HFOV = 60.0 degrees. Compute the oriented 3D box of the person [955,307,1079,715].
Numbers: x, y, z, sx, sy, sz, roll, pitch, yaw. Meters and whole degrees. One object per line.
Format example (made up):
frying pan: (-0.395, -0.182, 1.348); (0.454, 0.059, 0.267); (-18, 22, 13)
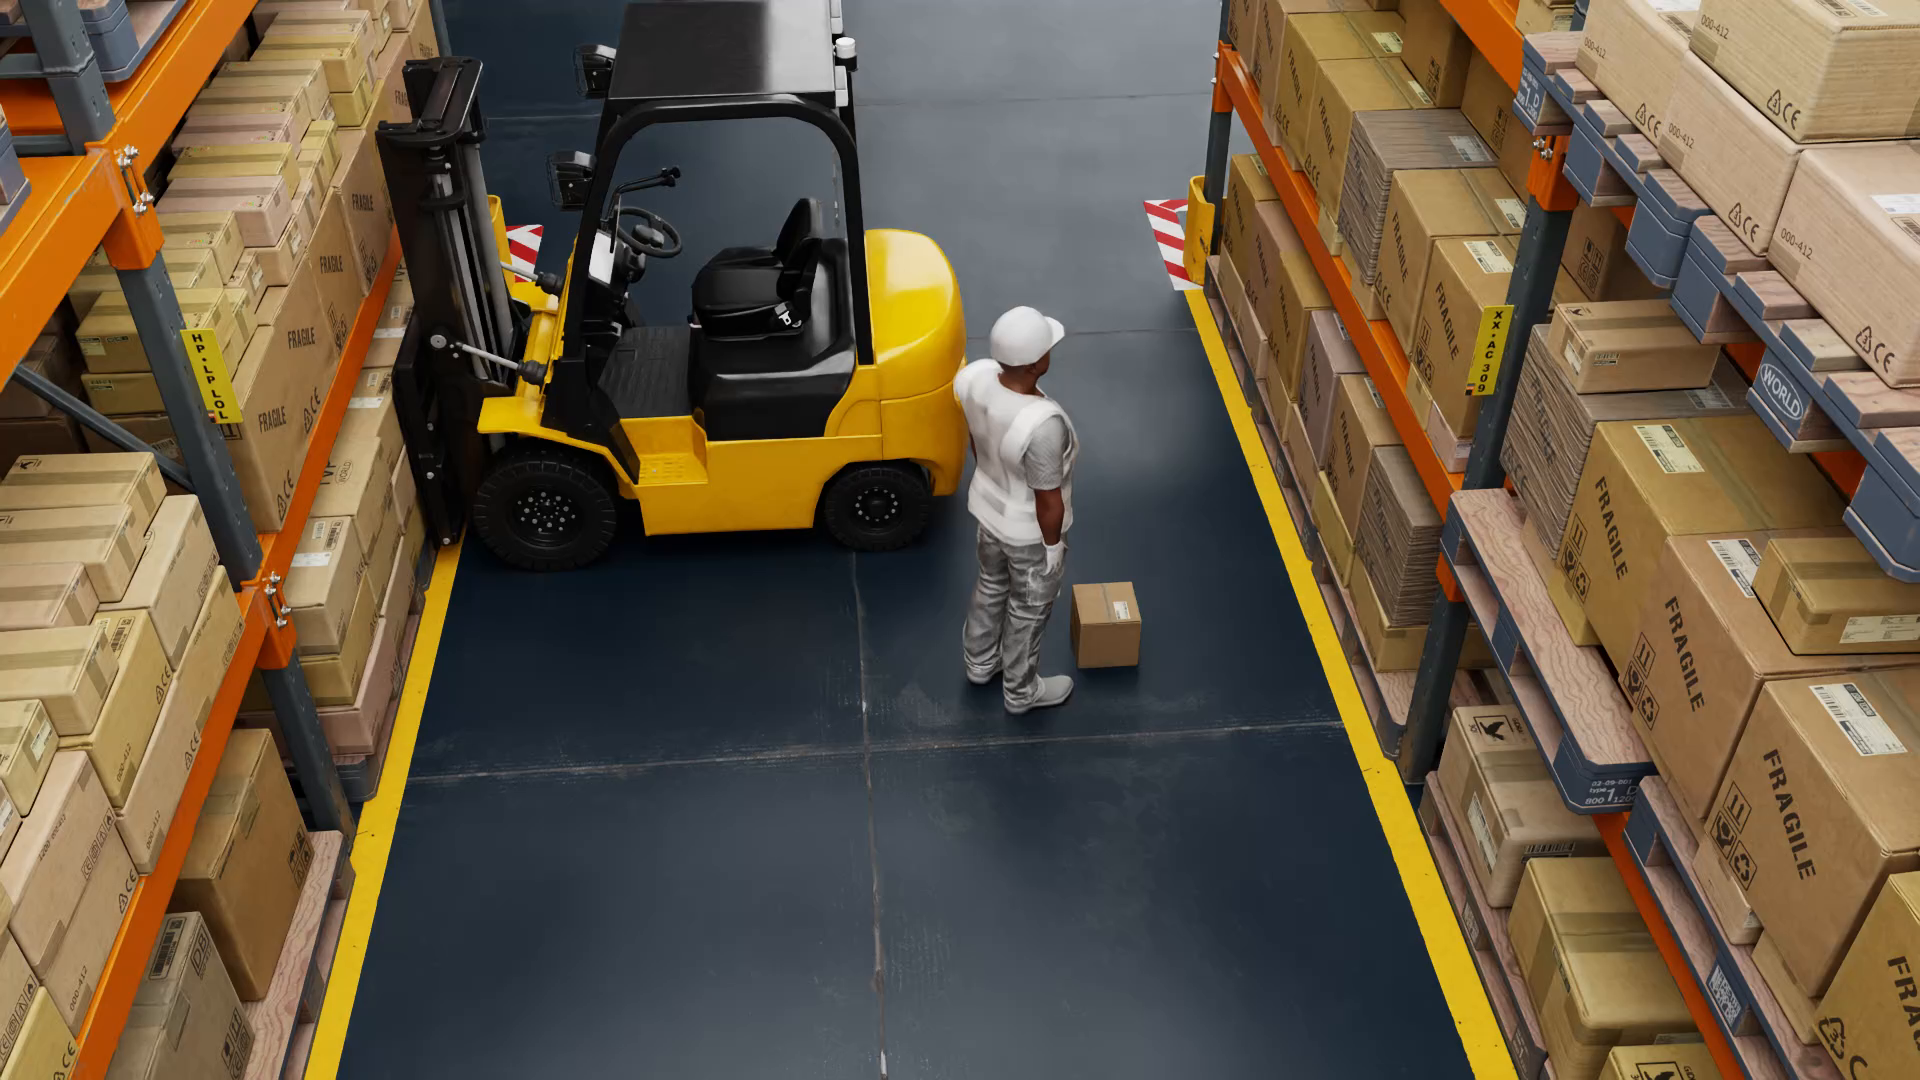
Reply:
person: (0.234, -0.095, 6.252); (0.371, 1.804, 0.560); (-22, 44, -25)
